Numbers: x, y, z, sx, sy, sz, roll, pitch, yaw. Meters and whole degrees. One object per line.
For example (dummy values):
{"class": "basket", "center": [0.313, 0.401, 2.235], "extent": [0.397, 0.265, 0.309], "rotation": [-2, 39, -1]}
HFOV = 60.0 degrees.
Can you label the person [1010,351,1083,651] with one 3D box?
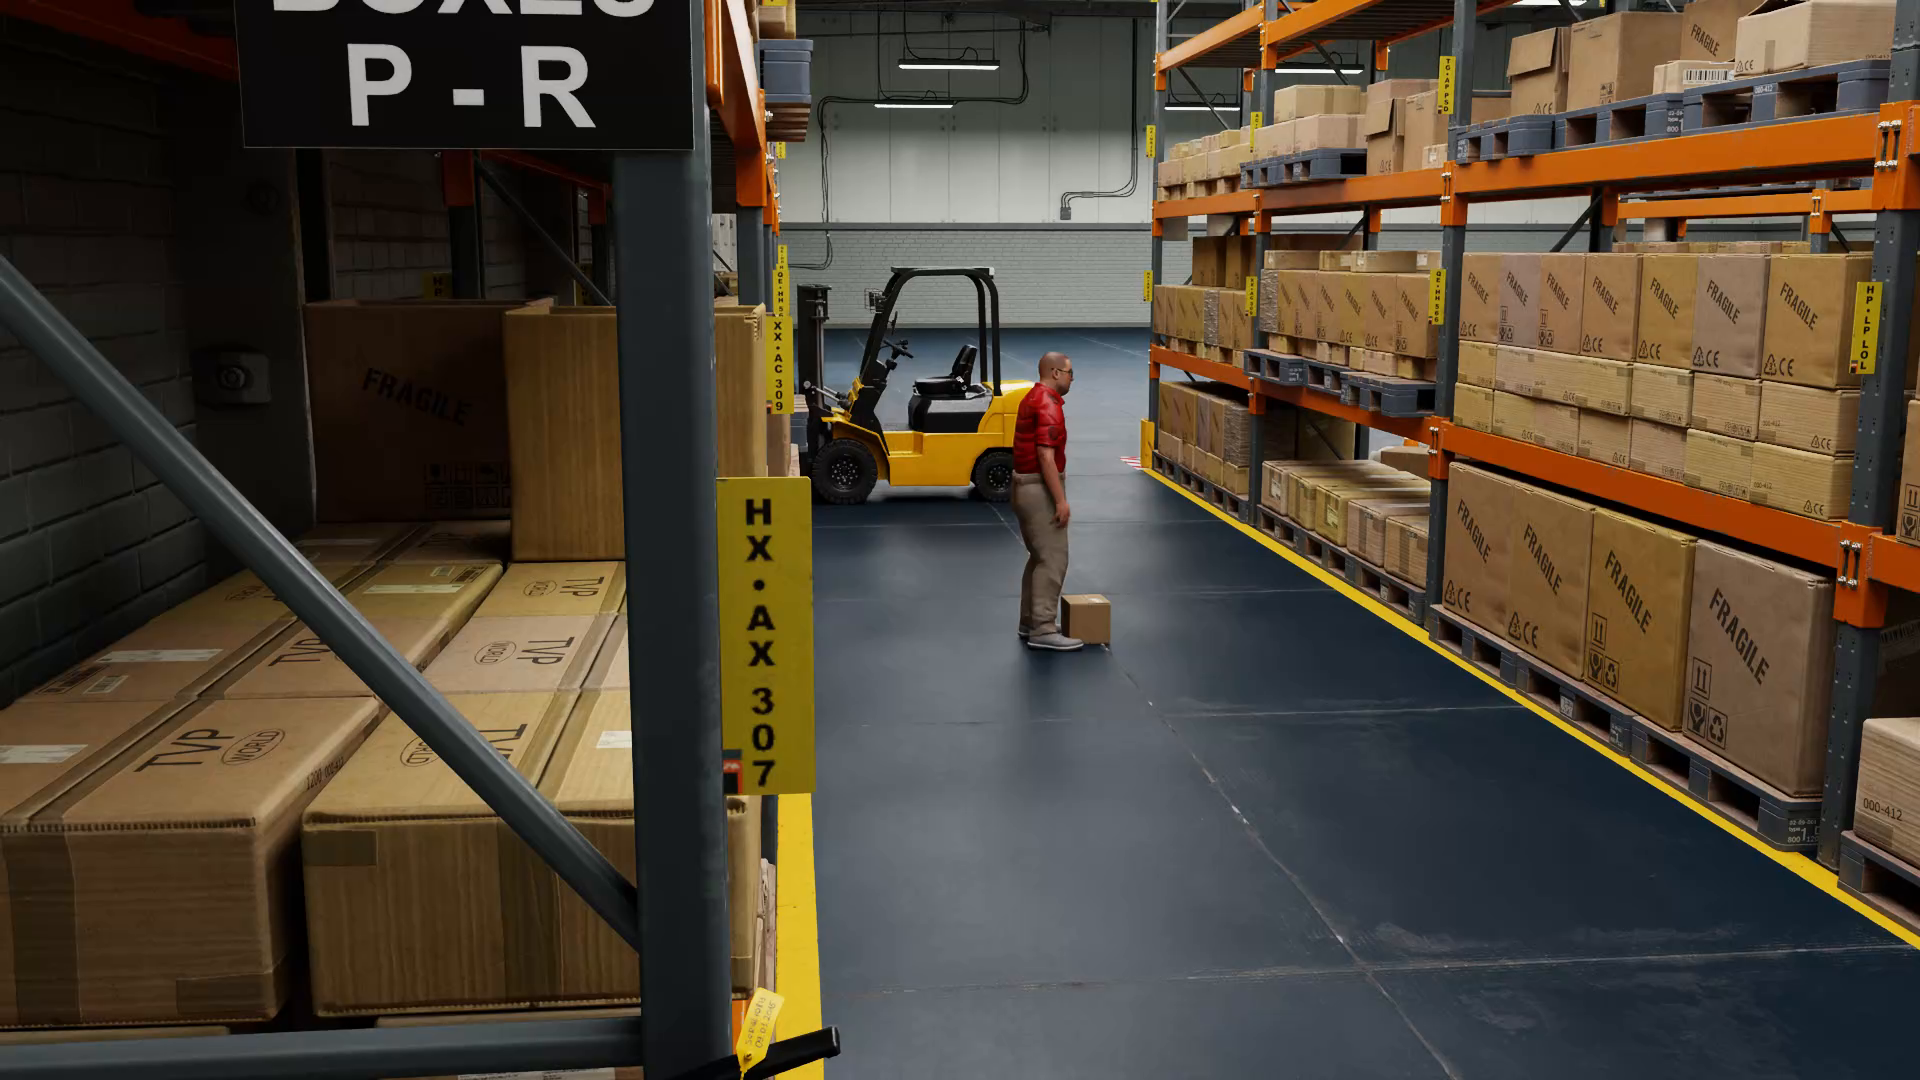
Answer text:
{"class": "person", "center": [0.503, -0.247, 9.848], "extent": [0.385, 1.728, 0.605], "rotation": [-2, 10, -9]}
